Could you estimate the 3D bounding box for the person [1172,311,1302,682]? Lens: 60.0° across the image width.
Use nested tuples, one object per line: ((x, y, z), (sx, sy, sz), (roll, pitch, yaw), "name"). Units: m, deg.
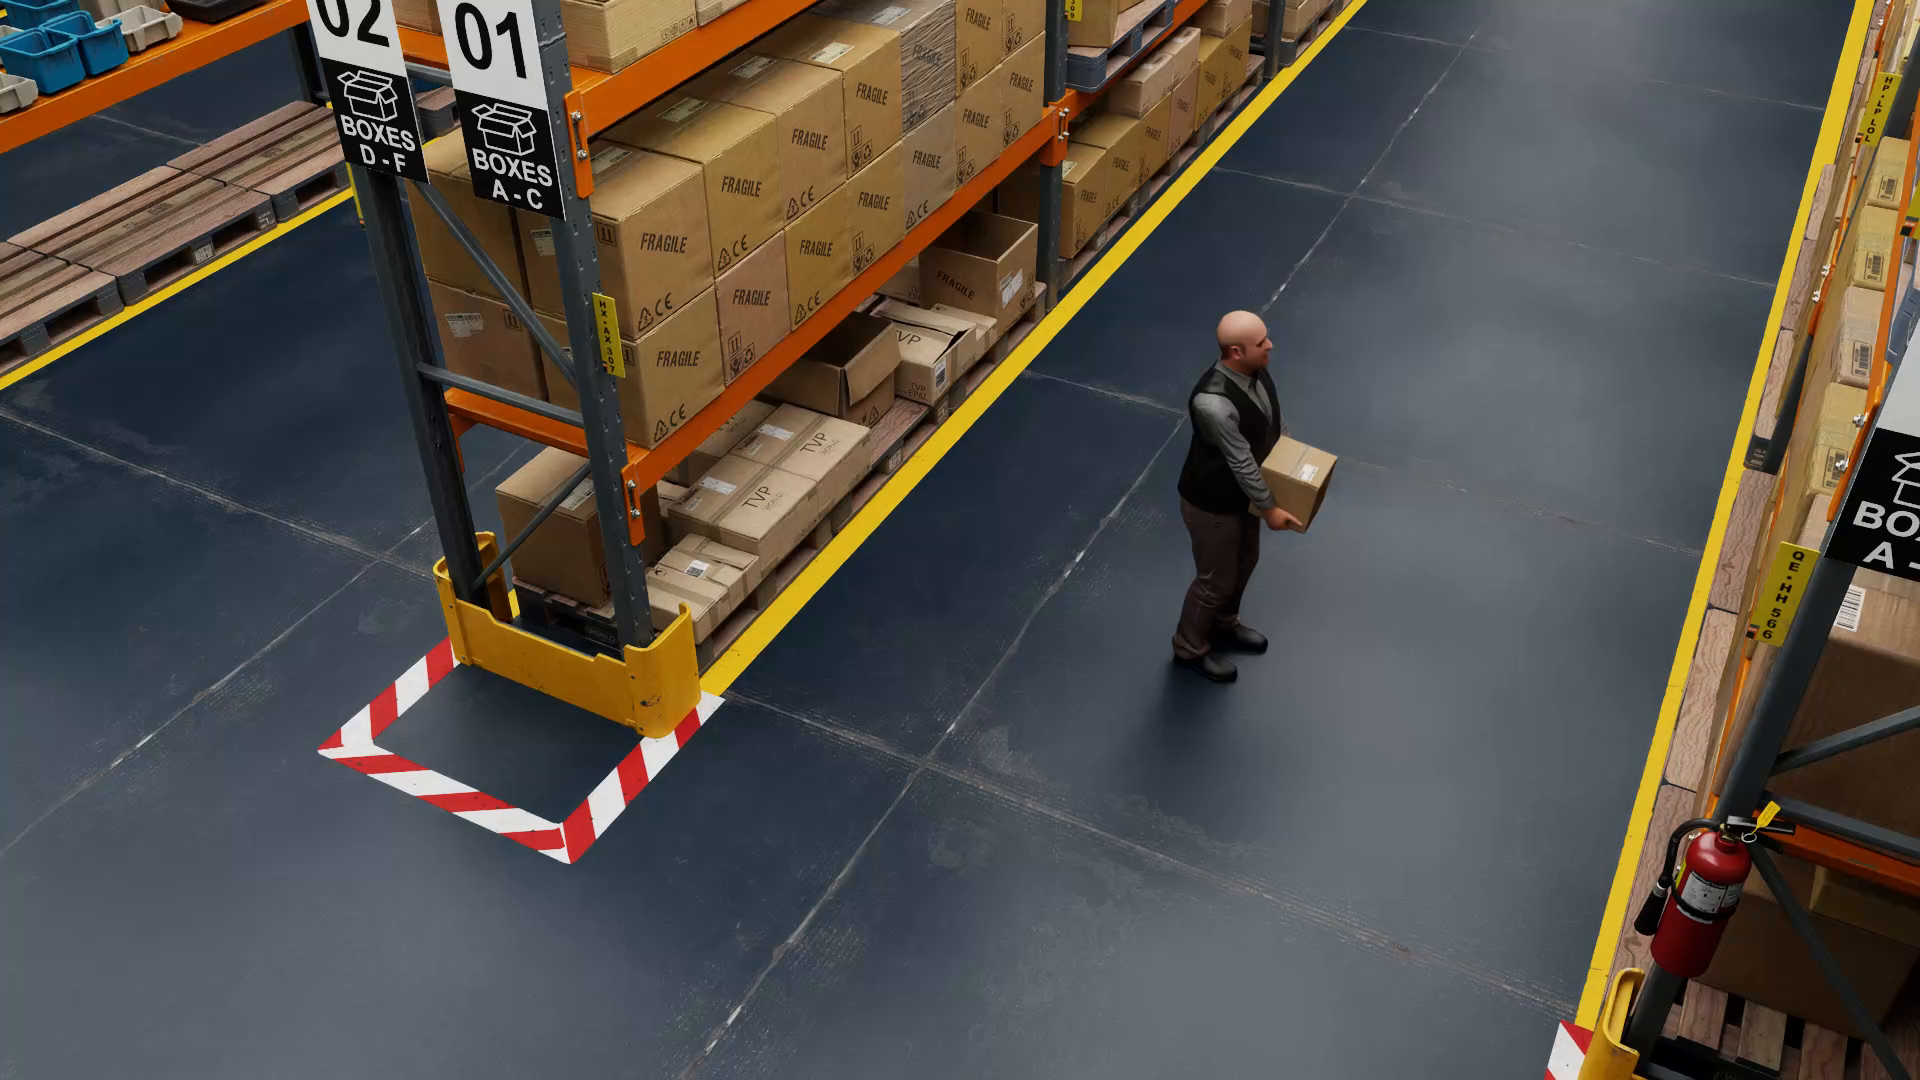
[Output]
((1.211, -0.172, 6.997), (0.556, 1.720, 0.495), (18, 41, 21), "person")
